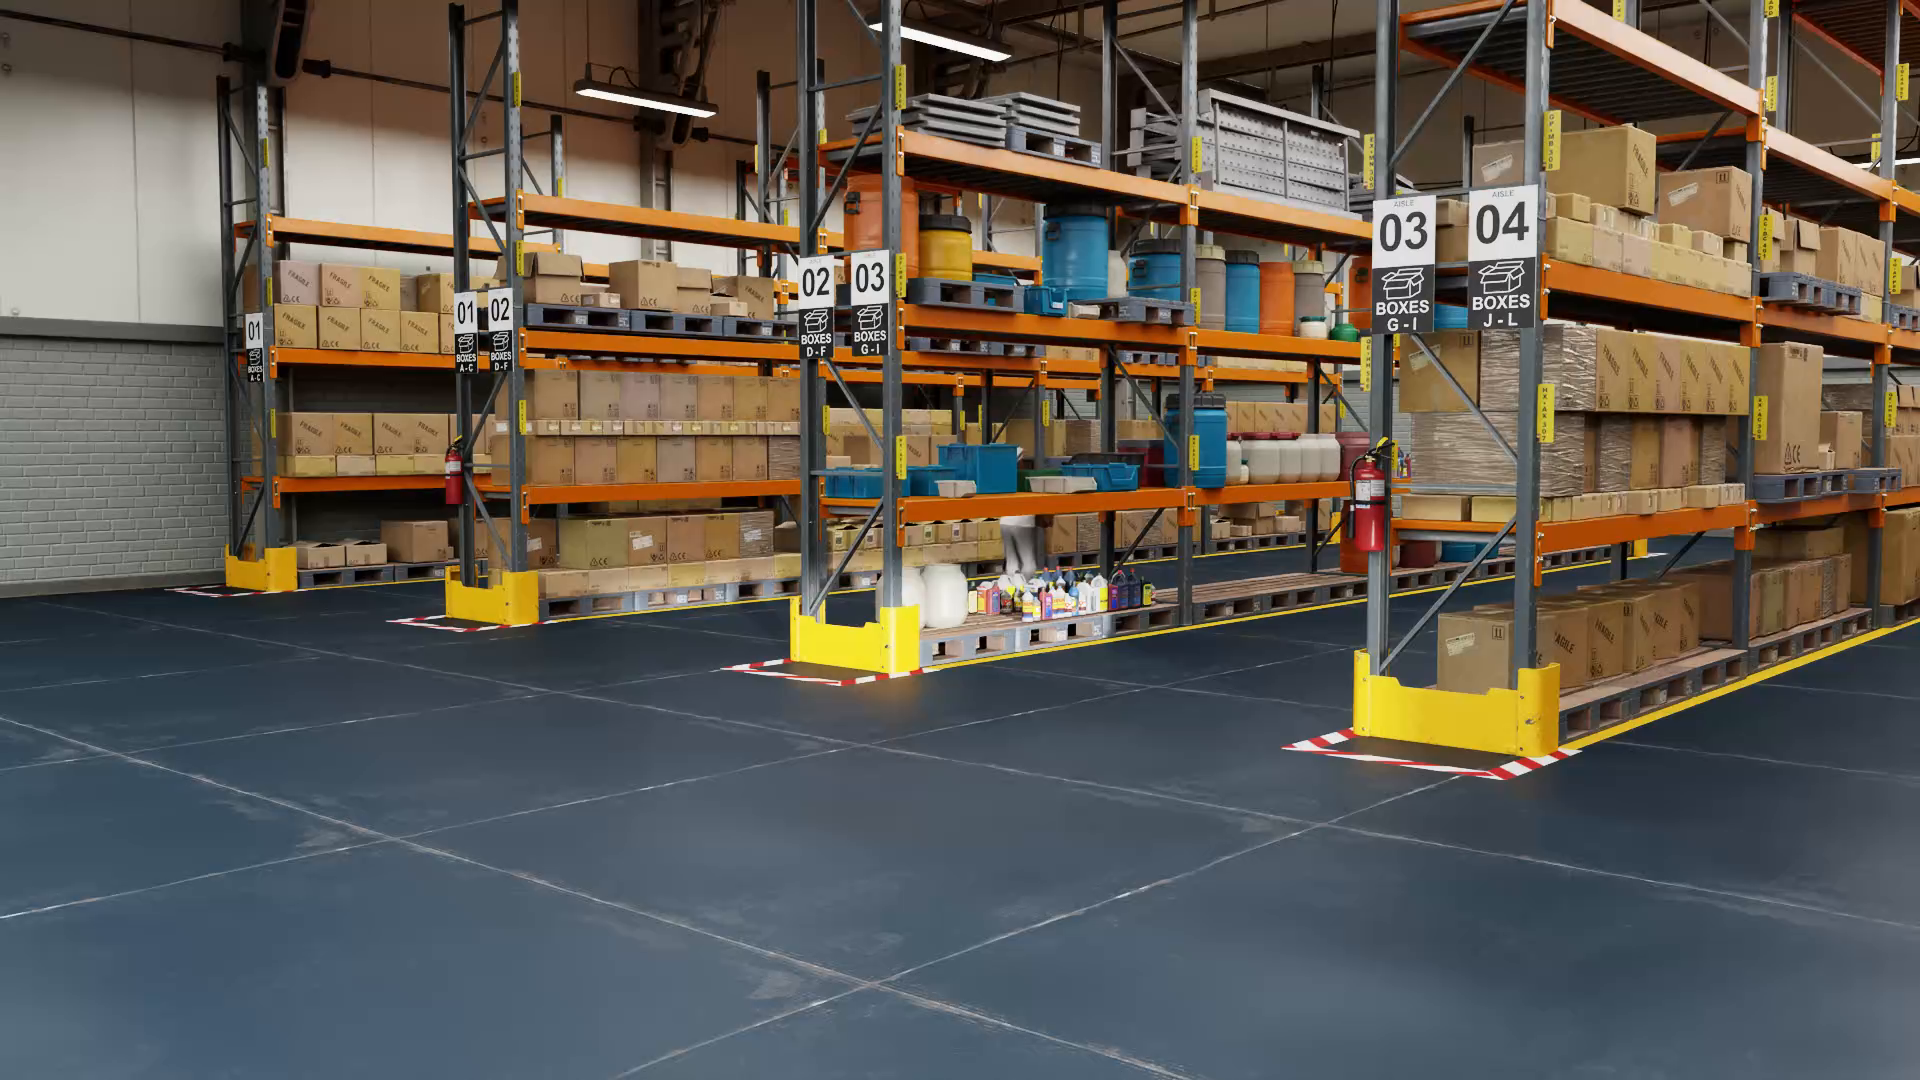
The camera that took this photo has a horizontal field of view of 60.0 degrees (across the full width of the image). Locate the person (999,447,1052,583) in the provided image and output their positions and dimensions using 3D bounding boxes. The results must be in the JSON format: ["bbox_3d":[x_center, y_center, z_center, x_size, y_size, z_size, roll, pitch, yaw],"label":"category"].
[{"bbox_3d":[0.646,-0.109,16.952,0.532,1.690,0.450,-3,5,-41],"label":"person"}]
